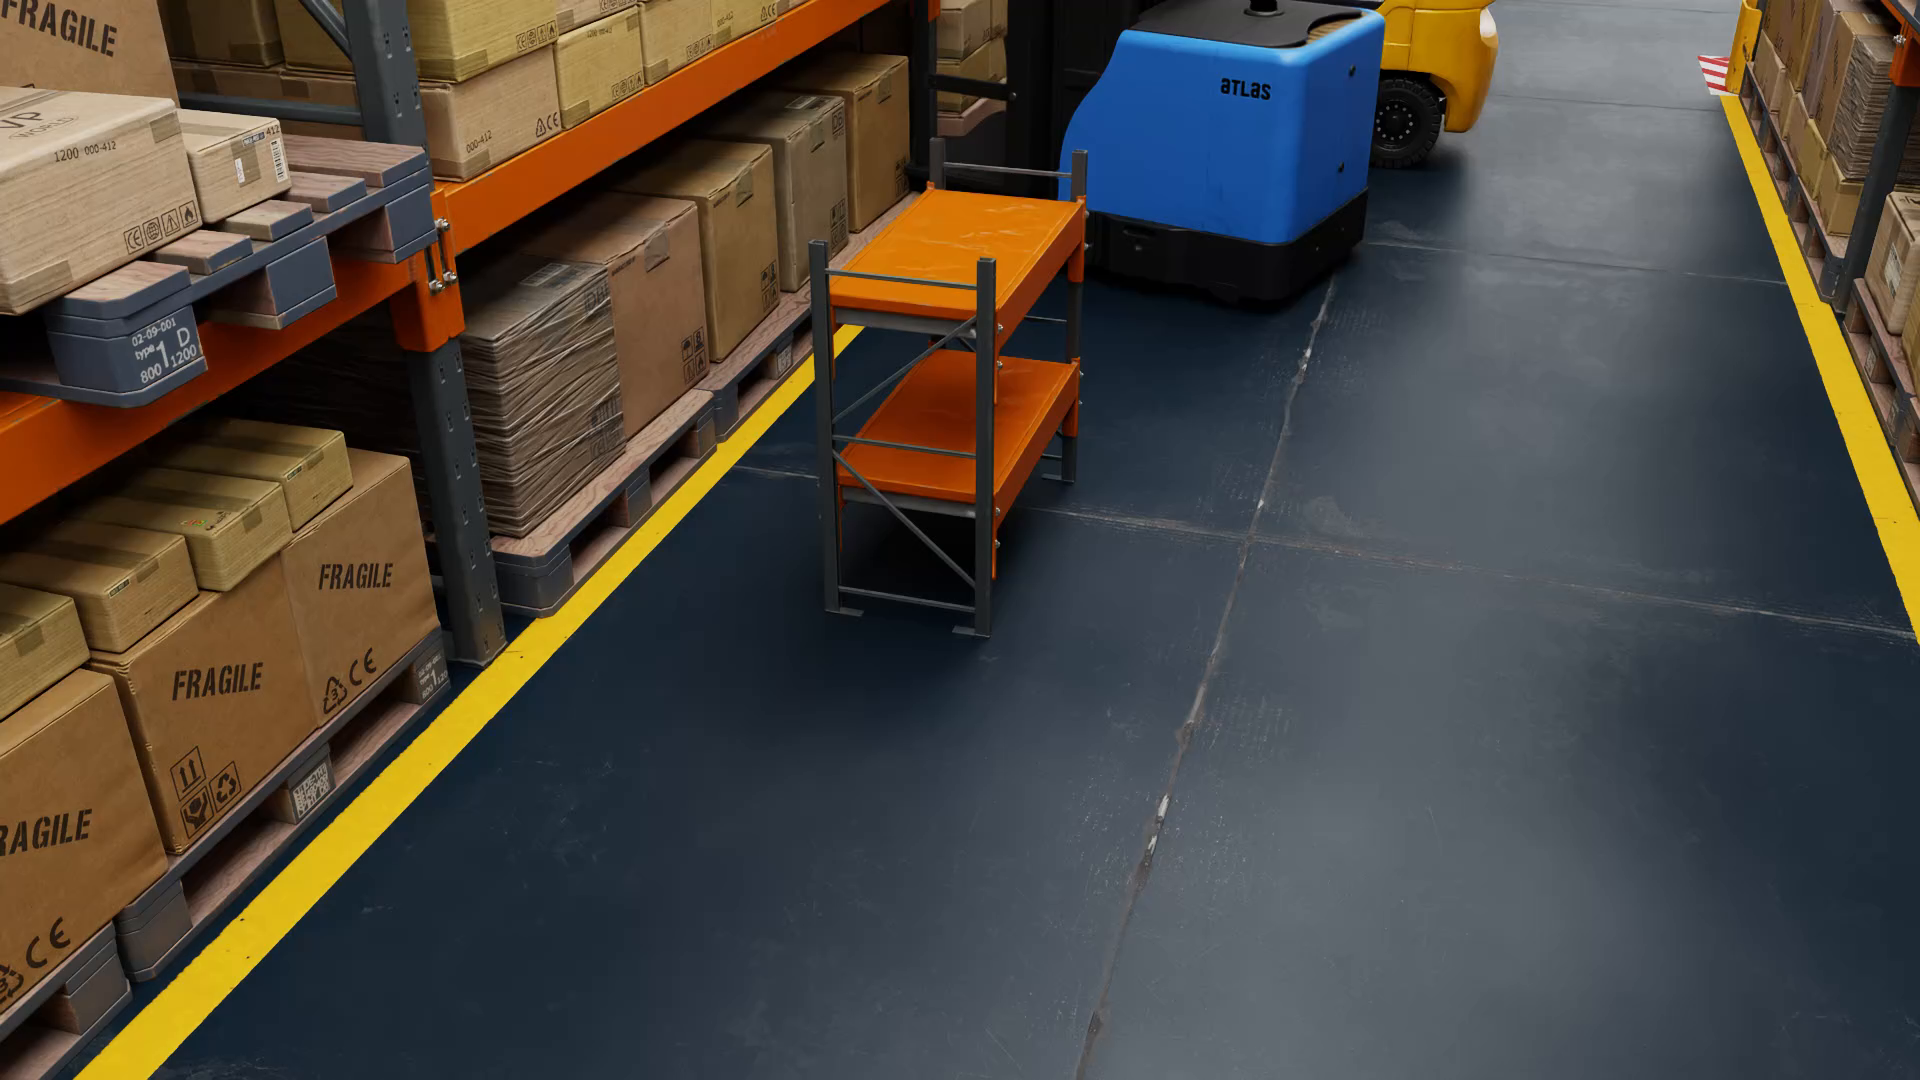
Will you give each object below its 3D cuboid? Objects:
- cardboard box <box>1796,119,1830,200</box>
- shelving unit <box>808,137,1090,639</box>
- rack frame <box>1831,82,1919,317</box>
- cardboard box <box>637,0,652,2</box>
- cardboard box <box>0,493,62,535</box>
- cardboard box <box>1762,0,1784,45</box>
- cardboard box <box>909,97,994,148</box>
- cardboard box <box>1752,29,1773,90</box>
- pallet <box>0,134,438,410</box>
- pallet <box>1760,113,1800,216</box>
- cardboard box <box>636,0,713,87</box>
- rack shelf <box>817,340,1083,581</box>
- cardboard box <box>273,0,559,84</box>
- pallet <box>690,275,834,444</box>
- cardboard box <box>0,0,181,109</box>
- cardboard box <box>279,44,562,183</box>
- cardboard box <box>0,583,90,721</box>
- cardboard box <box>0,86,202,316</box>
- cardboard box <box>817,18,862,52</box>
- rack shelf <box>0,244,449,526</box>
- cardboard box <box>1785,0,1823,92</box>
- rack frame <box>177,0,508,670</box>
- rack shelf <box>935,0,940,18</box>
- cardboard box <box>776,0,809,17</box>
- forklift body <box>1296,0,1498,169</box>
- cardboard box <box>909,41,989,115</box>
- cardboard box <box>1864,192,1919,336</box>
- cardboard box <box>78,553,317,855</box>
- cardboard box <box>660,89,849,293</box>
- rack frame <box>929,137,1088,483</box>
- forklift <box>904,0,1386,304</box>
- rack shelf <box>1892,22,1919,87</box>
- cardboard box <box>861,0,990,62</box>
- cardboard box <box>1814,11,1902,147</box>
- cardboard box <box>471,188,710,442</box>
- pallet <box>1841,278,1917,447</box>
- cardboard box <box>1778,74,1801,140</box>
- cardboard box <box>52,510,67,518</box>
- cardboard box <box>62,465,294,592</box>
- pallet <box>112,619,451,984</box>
[{"bbox_3d":[4.208,-1.748,7.703,0.500,0.250,0.500,8,30,14],"label":"cardboard box"},{"bbox_3d":[-0.002,-0.488,4.971,0.538,1.125,1.048,8,30,15],"label":"shelving unit"},{"bbox_3d":[4.145,-2.204,6.126,1.000,3.000,0.127,8,30,15],"label":"rack frame"},{"bbox_3d":[-1.092,-1.849,5.128,0.500,0.250,0.500,8,30,14],"label":"cardboard box"},{"bbox_3d":[-2.330,-0.109,3.832,0.380,0.149,0.250,9,30,16],"label":"cardboard box"},{"bbox_3d":[4.812,-3.026,9.229,0.500,0.500,0.500,7,30,13],"label":"cardboard box"},{"bbox_3d":[-0.143,-2.070,8.282,0.500,0.250,0.500,9,30,15],"label":"cardboard box"},{"bbox_3d":[4.818,-2.709,9.431,0.500,0.250,0.500,8,30,14],"label":"cardboard box"},{"bbox_3d":[-1.907,-0.643,3.517,1.213,0.211,1.003,8,30,15],"label":"pallet"},{"bbox_3d":[4.665,-1.871,8.397,1.003,0.211,1.213,8,30,15],"label":"pallet"},{"bbox_3d":[-1.114,-1.631,5.250,0.500,0.250,0.500,8,30,13],"label":"cardboard box"},{"bbox_3d":[-0.002,-0.275,5.090,0.538,0.278,1.000,8,30,15],"label":"rack shelf"},{"bbox_3d":[-1.388,-1.372,4.271,0.500,0.250,0.500,8,30,15],"label":"cardboard box"},{"bbox_3d":[-1.136,-0.775,6.426,1.003,0.211,1.213,8,30,15],"label":"pallet"},{"bbox_3d":[-2.076,-1.062,3.538,0.500,0.500,0.500,10,31,17],"label":"cardboard box"},{"bbox_3d":[-1.411,-1.157,4.399,0.500,0.250,0.500,9,30,15],"label":"cardboard box"},{"bbox_3d":[-1.969,0.203,3.272,0.380,0.149,0.250,9,30,16],"label":"cardboard box"},{"bbox_3d":[-1.775,-0.633,3.025,0.500,0.250,0.500,7,30,13],"label":"cardboard box"},{"bbox_3d":[-0.642,-2.586,8.180,0.500,0.250,0.500,9,30,16],"label":"cardboard box"},{"bbox_3d":[-2.362,0.192,2.559,1.077,0.370,4.000,8,30,15],"label":"rack shelf"},{"bbox_3d":[4.507,-2.550,8.374,0.500,0.500,0.500,9,30,16],"label":"cardboard box"},{"bbox_3d":[-1.775,-1.052,4.055,1.000,3.000,0.127,8,30,15],"label":"rack frame"},{"bbox_3d":[-0.014,-3.526,9.242,1.077,0.370,4.000,8,30,15],"label":"rack shelf"},{"bbox_3d":[-0.816,-2.113,6.116,0.500,0.250,0.500,9,30,15],"label":"cardboard box"},{"bbox_3d":[1.760,-3.257,8.892,2.313,2.155,1.214,8,30,15],"label":"forklift body"},{"bbox_3d":[-0.164,-2.292,8.166,0.500,0.250,0.500,8,30,15],"label":"cardboard box"},{"bbox_3d":[3.993,-0.995,6.224,0.950,0.372,0.625,9,30,16],"label":"cardboard box"},{"bbox_3d":[-1.851,0.316,3.736,0.500,0.500,0.500,8,30,14],"label":"cardboard box"},{"bbox_3d":[-0.979,-1.453,6.786,0.875,0.625,0.625,8,30,14],"label":"cardboard box"},{"bbox_3d":[0.147,-0.725,5.396,0.500,1.125,0.032,8,30,15],"label":"rack frame"},{"bbox_3d":[0.319,-2.801,7.271,3.031,2.935,1.130,17,33,28],"label":"forklift"},{"bbox_3d":[3.558,-0.960,4.630,1.077,0.370,4.000,8,30,15],"label":"rack shelf"},{"bbox_3d":[-0.159,-2.509,8.043,0.500,0.250,0.500,8,30,14],"label":"cardboard box"},{"bbox_3d":[4.210,-2.063,7.499,0.500,0.500,0.500,9,30,16],"label":"cardboard box"},{"bbox_3d":[-1.395,-0.790,5.595,0.875,0.625,0.625,9,30,17],"label":"cardboard box"},{"bbox_3d":[3.918,-0.623,6.153,1.003,0.211,1.213,8,30,15],"label":"pallet"},{"bbox_3d":[4.513,-2.218,8.548,0.500,0.250,0.500,11,31,18],"label":"cardboard box"},{"bbox_3d":[-2.330,0.238,3.875,0.500,0.500,0.500,9,30,15],"label":"cardboard box"},{"bbox_3d":[-1.729,-0.029,3.689,0.380,0.149,0.250,7,30,12],"label":"cardboard box"},{"bbox_3d":[-2.030,0.509,4.119,1.003,0.211,1.213,8,30,15],"label":"pallet"}]
